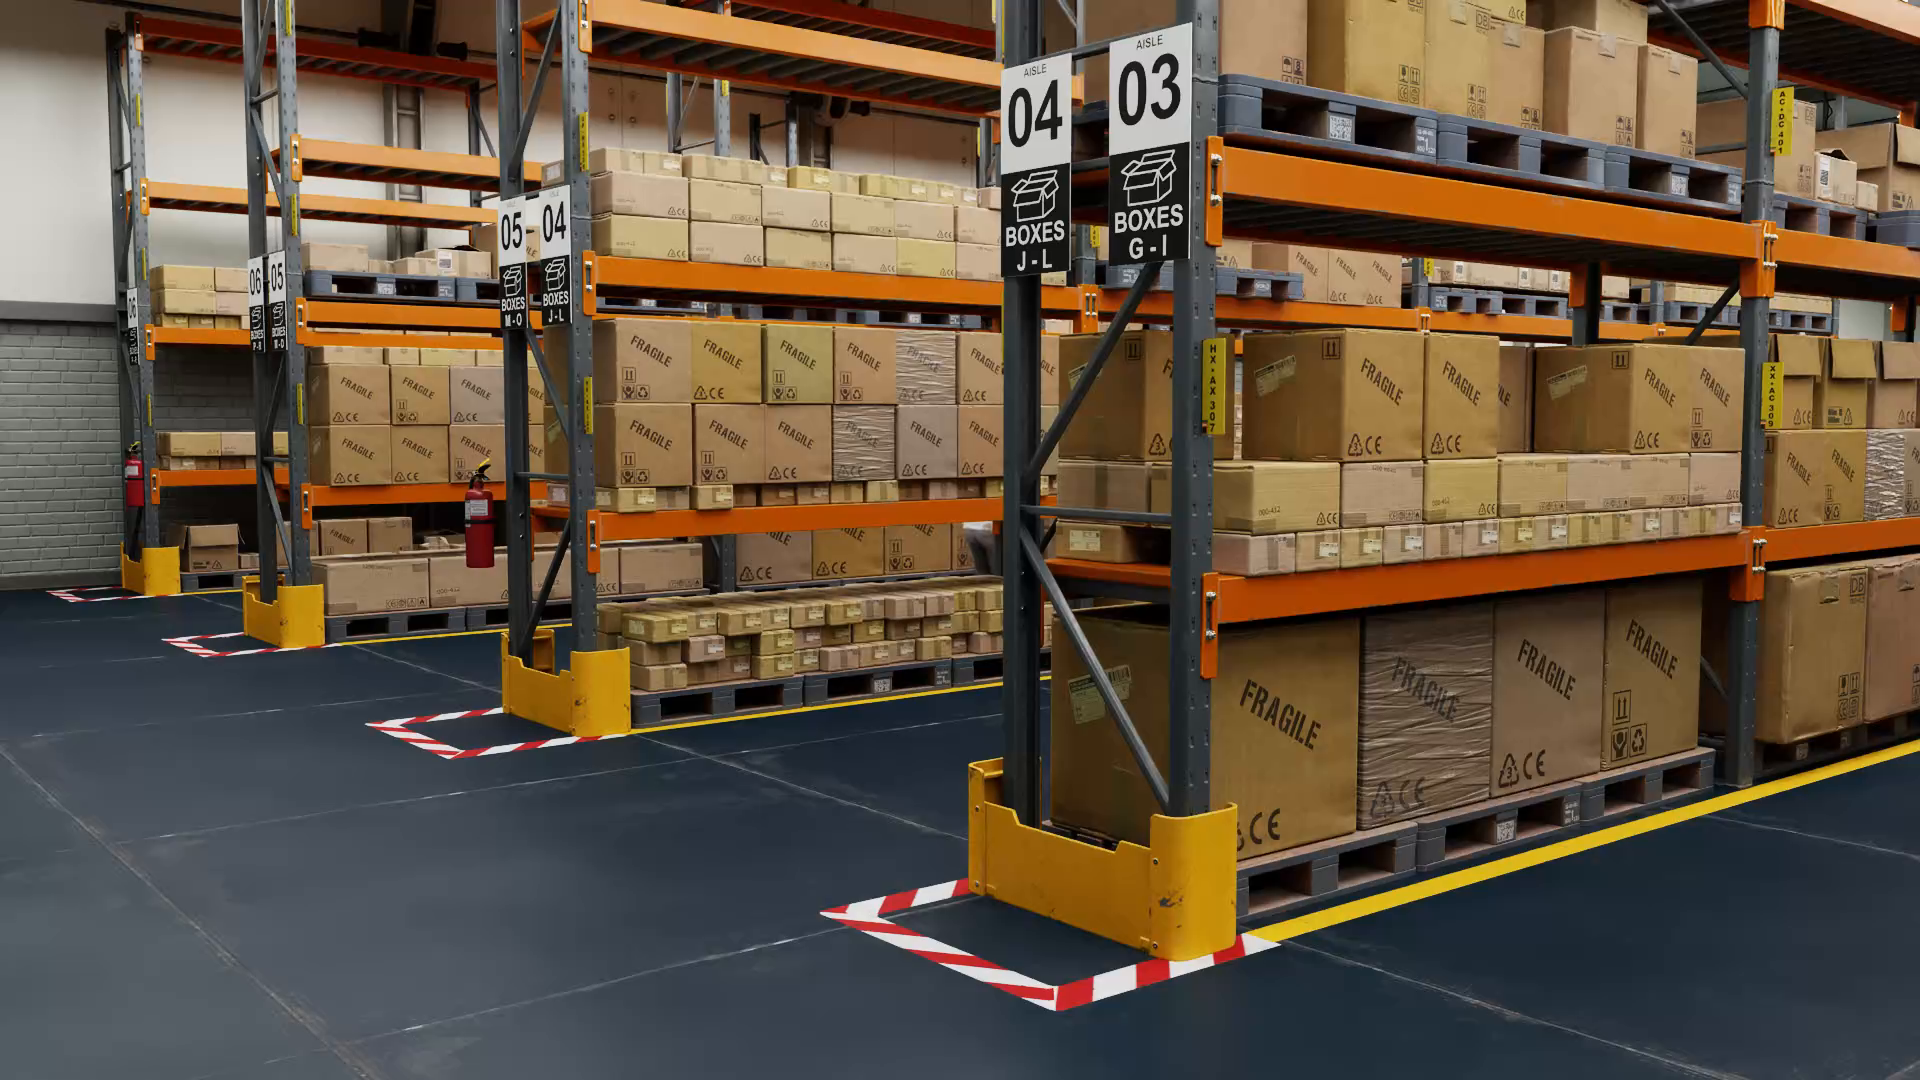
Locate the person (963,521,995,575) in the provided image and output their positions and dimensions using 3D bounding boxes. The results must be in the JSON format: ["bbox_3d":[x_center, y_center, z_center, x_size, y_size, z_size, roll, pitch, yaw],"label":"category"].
[{"bbox_3d":[0.311,-0.071,14.296,0.547,1.770,0.483,-3,5,-38],"label":"person"}]
